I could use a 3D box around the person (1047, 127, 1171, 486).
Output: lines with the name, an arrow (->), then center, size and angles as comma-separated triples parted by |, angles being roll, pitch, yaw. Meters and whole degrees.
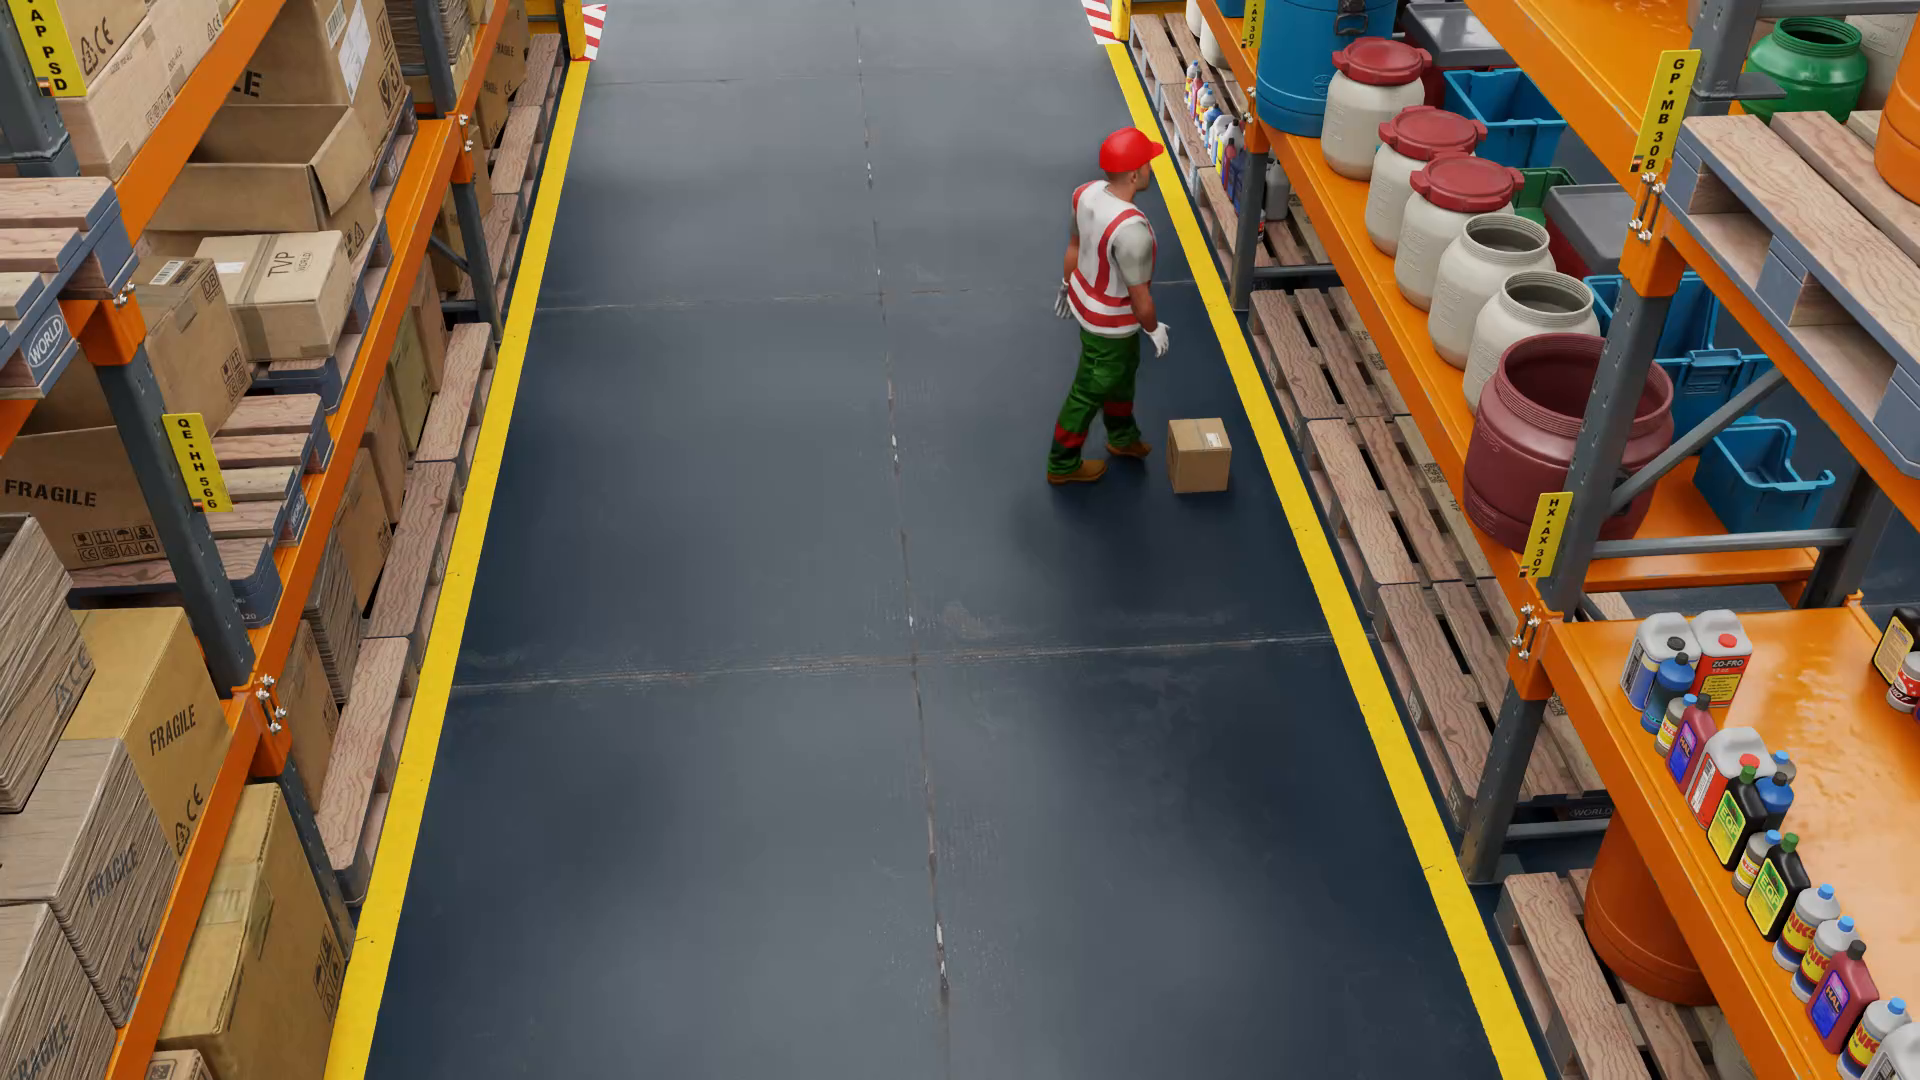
person -> 0.708, -0.973, 7.375 | 0.613, 1.841, 0.596 | -10, 40, -12
